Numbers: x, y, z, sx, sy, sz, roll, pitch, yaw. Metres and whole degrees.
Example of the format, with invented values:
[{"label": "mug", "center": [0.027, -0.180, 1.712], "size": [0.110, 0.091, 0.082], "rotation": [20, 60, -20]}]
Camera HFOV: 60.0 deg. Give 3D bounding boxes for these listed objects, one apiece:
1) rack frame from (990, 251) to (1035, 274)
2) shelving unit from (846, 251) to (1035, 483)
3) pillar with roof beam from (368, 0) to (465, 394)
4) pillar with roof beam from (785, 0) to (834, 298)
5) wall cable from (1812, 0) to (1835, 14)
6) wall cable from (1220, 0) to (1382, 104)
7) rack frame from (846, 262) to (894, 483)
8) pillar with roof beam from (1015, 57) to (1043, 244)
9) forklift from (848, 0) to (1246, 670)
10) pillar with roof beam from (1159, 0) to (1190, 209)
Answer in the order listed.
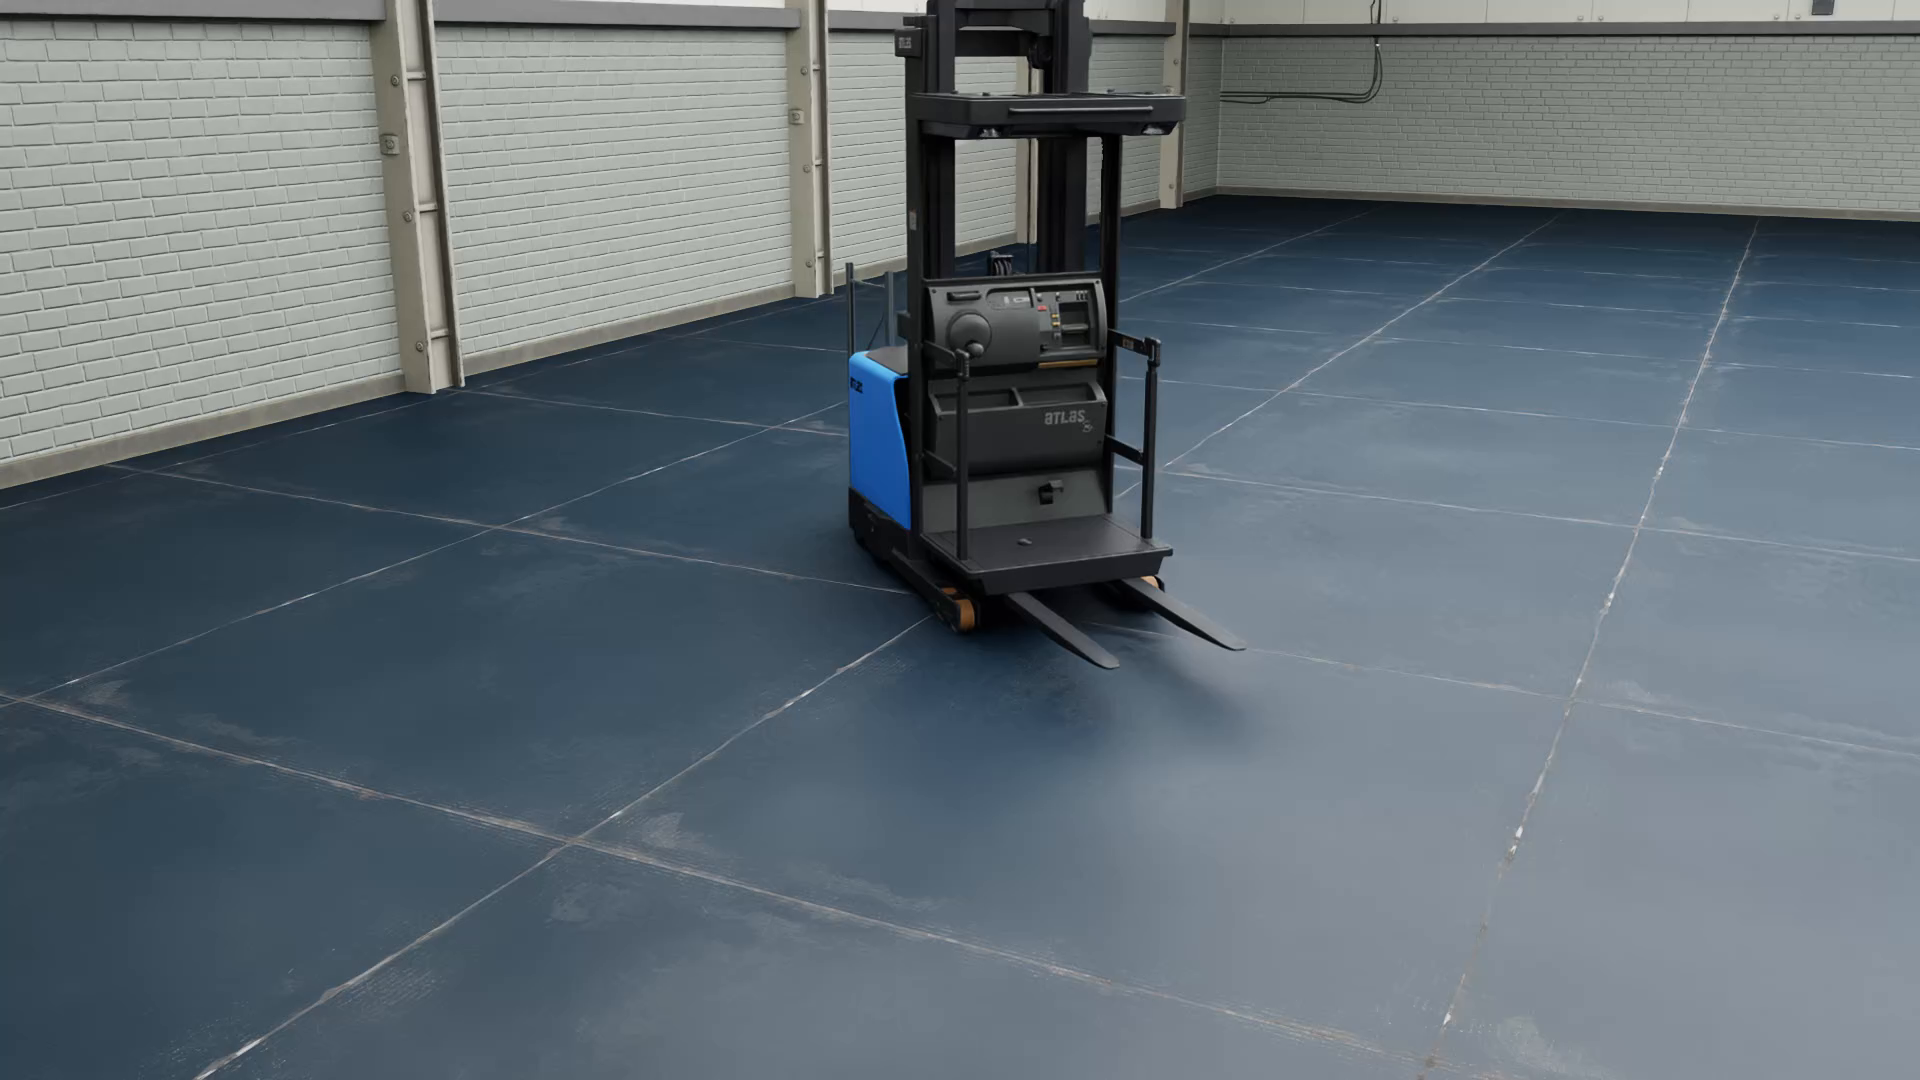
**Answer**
[{"label": "rack frame", "center": [0.333, -1.005, 10.274], "size": [0.032, 1.500, 0.500], "rotation": [-10, 19, -31]}, {"label": "shelving unit", "center": [-0.095, -0.927, 10.010], "size": [1.048, 1.500, 0.538], "rotation": [-10, 19, -31]}, {"label": "pillar with roof beam", "center": [-0.495, -5.023, 10.631], "size": [9.100, 9.000, 0.400], "rotation": [8, 18, 25]}, {"label": "pillar with roof beam", "center": [2.186, -6.551, 15.777], "size": [9.100, 9.000, 0.400], "rotation": [8, 18, 25]}, {"label": "wall cable", "center": [14.682, -11.156, 25.308], "size": [2.305, 6.003, 0.169], "rotation": [8, 18, 25]}, {"label": "wall cable", "center": [6.196, -9.249, 30.314], "size": [3.097, 2.526, 0.112], "rotation": [8, 18, 25]}, {"label": "rack frame", "center": [-0.523, -0.849, 9.747], "size": [0.032, 1.500, 0.500], "rotation": [-10, 19, -31]}, {"label": "pillar with roof beam", "center": [4.867, -8.080, 20.922], "size": [9.100, 9.000, 0.400], "rotation": [8, 18, 25]}, {"label": "forklift", "center": [0.373, -1.091, 8.049], "size": [1.130, 2.935, 3.031], "rotation": [-6, 18, -21]}, {"label": "pillar with roof beam", "center": [7.548, -9.608, 26.068], "size": [9.100, 9.000, 0.400], "rotation": [8, 18, 25]}]
